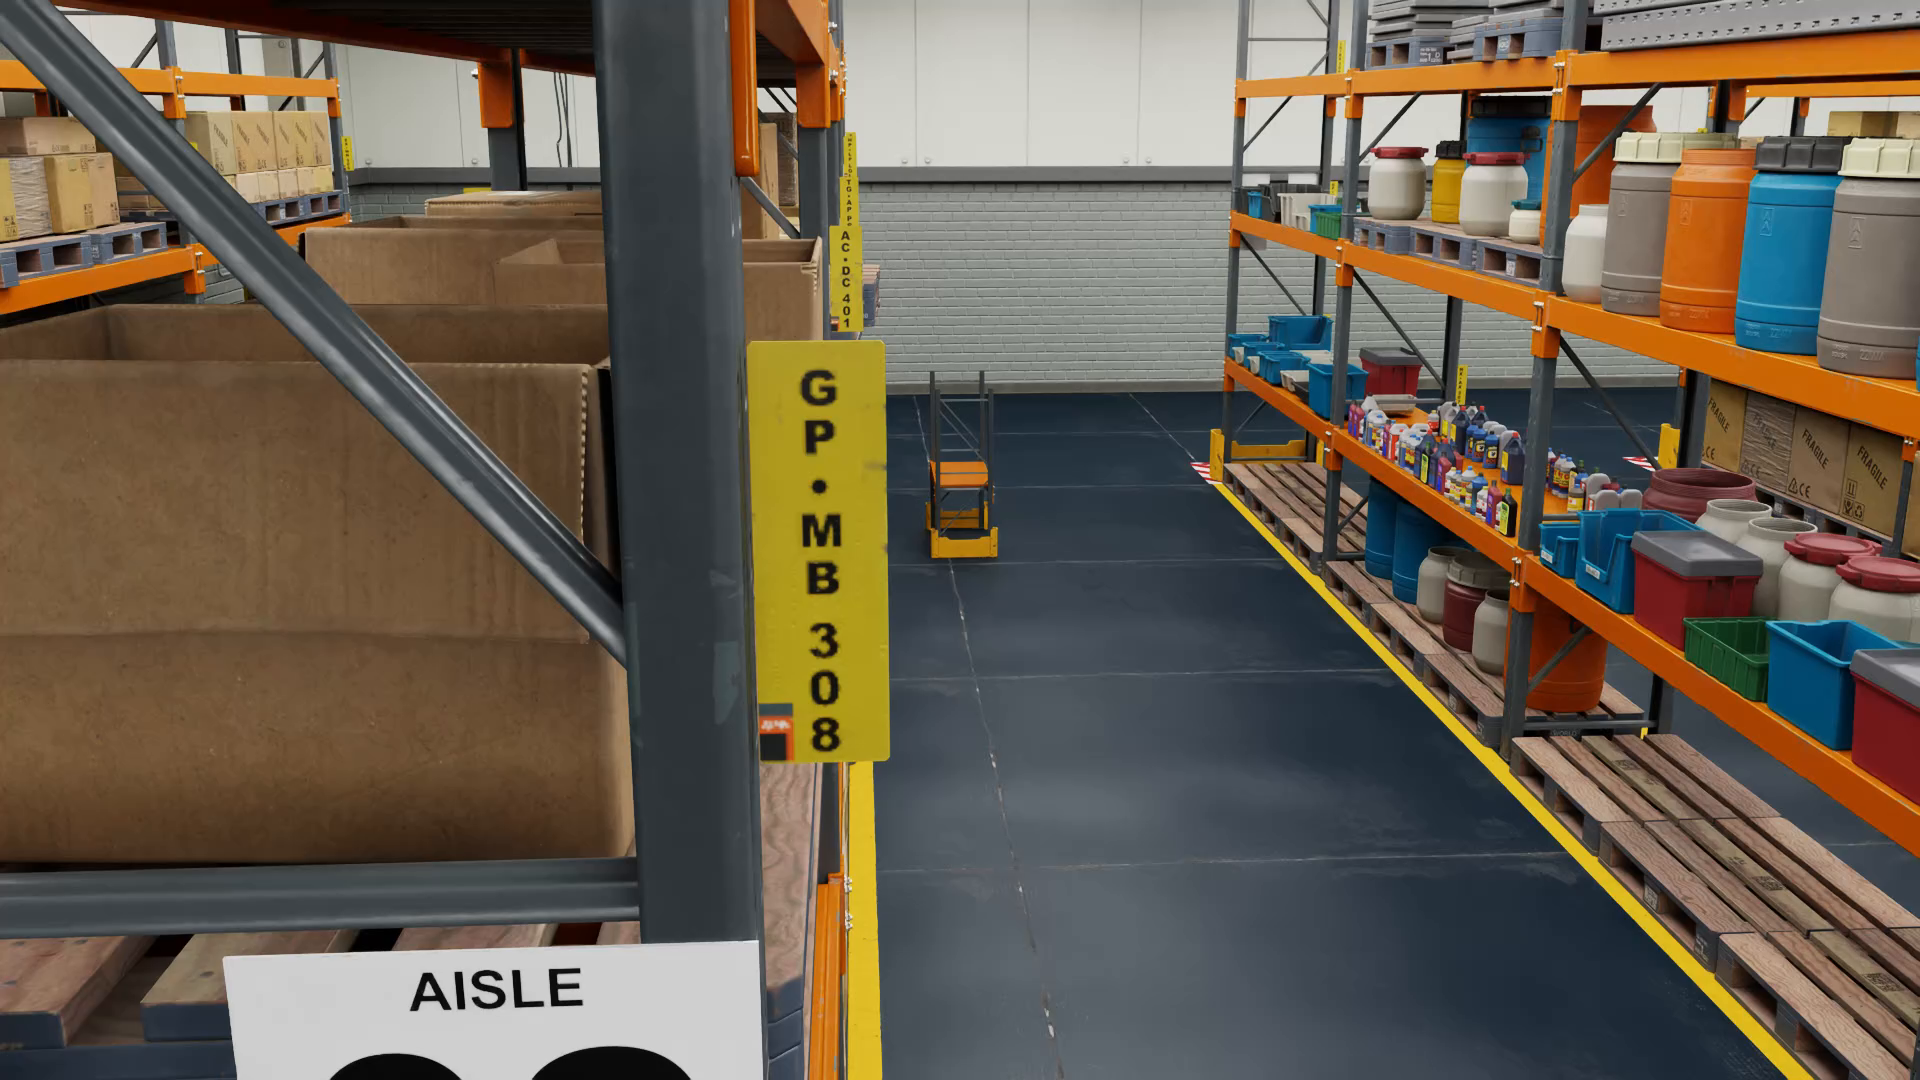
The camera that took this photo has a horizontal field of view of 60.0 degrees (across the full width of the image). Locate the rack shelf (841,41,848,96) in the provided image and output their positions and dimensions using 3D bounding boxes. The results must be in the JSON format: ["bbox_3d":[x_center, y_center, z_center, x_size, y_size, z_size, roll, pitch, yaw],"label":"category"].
[{"bbox_3d":[-1.526,-4.102,14.585,1.077,0.370,4.000,-1,14,-3],"label":"rack shelf"}]

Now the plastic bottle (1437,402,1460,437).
[{"bbox_3d":[3.889,-0.972,13.257,0.152,0.276,0.135,-1,14,-3],"label":"plastic bottle"}]

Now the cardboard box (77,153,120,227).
[{"bbox_3d":[-6.401,-2.466,11.710,0.700,0.500,0.500,-2,15,-6],"label":"cardboard box"}]

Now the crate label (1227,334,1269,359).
[{"bbox_3d":[2.981,-2.001,17.224,0.416,0.233,0.303,-1,14,-3],"label":"crate label"}]

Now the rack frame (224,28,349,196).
[{"bbox_3d":[-6.594,-4.872,16.127,1.000,3.000,0.127,-1,14,-3],"label":"rack frame"}]

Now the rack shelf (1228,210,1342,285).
[{"bbox_3d":[3.418,-2.727,15.252,1.077,0.370,4.000,-1,14,-3],"label":"rack shelf"}]

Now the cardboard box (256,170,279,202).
[{"bbox_3d":[-6.182,-3.034,14.261,0.500,0.250,0.500,-1,14,-5],"label":"cardboard box"}]

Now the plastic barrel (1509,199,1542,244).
[{"bbox_3d":[3.577,-1.984,10.355,0.301,0.262,0.301,0,14,0],"label":"plastic barrel"}]

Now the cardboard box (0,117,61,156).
[{"bbox_3d":[-6.373,-2.692,11.083,0.500,0.250,0.500,-1,14,-5],"label":"cardboard box"}]

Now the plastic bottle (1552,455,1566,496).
[{"bbox_3d":[4.049,-0.440,11.197,0.097,0.271,0.097,0,14,0],"label":"plastic bottle"}]

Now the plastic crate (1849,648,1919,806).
[{"bbox_3d":[3.702,0.718,6.312,0.402,0.464,0.583,-1,14,-3],"label":"plastic crate"}]

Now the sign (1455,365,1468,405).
[{"bbox_3d":[4.091,-1.267,13.600,0.100,0.325,0.005,-1,14,-3],"label":"sign"}]

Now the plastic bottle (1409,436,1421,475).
[{"bbox_3d":[3.248,-0.600,11.822,0.097,0.271,0.097,0,14,0],"label":"plastic bottle"}]

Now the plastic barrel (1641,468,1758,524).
[{"bbox_3d":[4.121,-0.085,9.289,0.600,0.536,0.708,-1,14,-3],"label":"plastic barrel"}]

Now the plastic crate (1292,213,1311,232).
[{"bbox_3d":[3.083,-2.760,14.468,0.293,0.136,0.466,-1,14,-3],"label":"plastic crate"}]

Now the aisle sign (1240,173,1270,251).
[{"bbox_3d":[2.993,-3.392,17.197,0.394,0.787,0.004,-1,14,-3],"label":"aisle sign"}]

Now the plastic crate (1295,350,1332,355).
[{"bbox_3d":[3.526,-1.821,16.717,0.396,0.136,0.243,-1,14,-3],"label":"plastic crate"}]

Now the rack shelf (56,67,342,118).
[{"bbox_3d":[-6.470,-3.833,14.334,1.077,0.370,4.000,-1,14,-3],"label":"rack shelf"}]

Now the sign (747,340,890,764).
[{"bbox_3d":[-0.104,0.013,1.245,0.100,0.325,0.005,-1,14,-3],"label":"sign"}]

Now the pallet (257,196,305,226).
[{"bbox_3d":[-6.459,-2.888,14.614,1.003,0.211,1.213,-1,14,-3],"label":"pallet"}]

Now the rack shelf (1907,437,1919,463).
[{"bbox_3d":[8.609,-0.356,12.056,1.077,0.370,4.000,-1,14,-3],"label":"rack shelf"}]

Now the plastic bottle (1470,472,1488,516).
[{"bbox_3d":[3.324,-0.297,10.642,0.097,0.271,0.097,0,14,0],"label":"plastic bottle"}]

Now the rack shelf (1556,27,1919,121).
[{"bbox_3d":[3.914,-1.996,7.195,1.077,0.370,4.000,-1,14,-3],"label":"rack shelf"}]

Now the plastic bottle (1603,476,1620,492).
[{"bbox_3d":[4.111,-0.269,10.509,0.061,0.283,0.133,-1,14,-3],"label":"plastic bottle"}]

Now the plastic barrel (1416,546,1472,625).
[{"bbox_3d":[3.548,0.330,12.098,0.421,0.512,0.421,0,14,0],"label":"plastic barrel"}]

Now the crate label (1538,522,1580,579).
[{"bbox_3d":[3.442,0.061,9.328,0.303,0.233,0.416,-1,14,-3],"label":"crate label"}]

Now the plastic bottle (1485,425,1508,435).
[{"bbox_3d":[3.951,-0.722,12.286,0.152,0.276,0.135,-1,14,-3],"label":"plastic bottle"}]

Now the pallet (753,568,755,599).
[{"bbox_3d":[-0.755,0.045,3.214,1.003,0.211,1.213,-1,14,-3],"label":"pallet"}]

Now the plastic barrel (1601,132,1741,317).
[{"bbox_3d":[3.624,-1.618,8.493,0.600,0.901,0.600,0,14,0],"label":"plastic barrel"}]

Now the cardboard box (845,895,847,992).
[{"bbox_3d":[-0.709,1.566,6.695,0.500,0.311,0.500,-1,14,-4],"label":"cardboard box"}]

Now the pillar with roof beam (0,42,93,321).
[{"bbox_3d":[-2.956,-4.105,13.144,9.100,9.000,0.400,-1,14,-3],"label":"pillar with roof beam"}]

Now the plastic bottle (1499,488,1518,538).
[{"bbox_3d":[3.339,-0.168,10.116,0.061,0.283,0.133,-1,14,-3],"label":"plastic bottle"}]

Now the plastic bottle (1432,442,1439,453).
[{"bbox_3d":[3.309,-0.532,11.532,0.061,0.283,0.133,-1,14,-3],"label":"plastic bottle"}]

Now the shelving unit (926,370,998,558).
[{"bbox_3d":[0.005,-0.707,14.989,0.587,1.500,1.083,-1,14,-3],"label":"shelving unit"}]

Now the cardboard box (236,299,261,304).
[{"bbox_3d":[-6.552,-1.985,16.345,0.980,0.700,0.700,0,14,-1],"label":"cardboard box"}]

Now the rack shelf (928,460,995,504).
[{"bbox_3d":[0.005,-0.531,15.025,0.538,0.185,1.000,-1,14,-3],"label":"rack shelf"}]

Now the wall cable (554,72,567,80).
[{"bbox_3d":[-3.887,-7.268,21.536,3.097,2.526,0.112,-1,14,-3],"label":"wall cable"}]

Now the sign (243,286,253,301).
[{"bbox_3d":[-7.148,-2.417,16.730,0.100,0.325,0.005,-1,14,-3],"label":"sign"}]

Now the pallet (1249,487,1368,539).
[{"bbox_3d":[3.379,-0.261,15.841,1.003,0.211,1.213,-1,14,-3],"label":"pallet"}]

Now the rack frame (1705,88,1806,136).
[{"bbox_3d":[8.238,-5.102,17.019,1.000,3.000,0.127,-1,14,-3],"label":"rack frame"}]

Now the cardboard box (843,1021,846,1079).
[{"bbox_3d":[-0.684,1.964,6.271,0.500,0.250,0.500,-1,14,-5],"label":"cardboard box"}]

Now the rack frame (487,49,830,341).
[{"bbox_3d":[-0.906,-1.965,4.829,1.000,3.000,0.127,-1,14,-3],"label":"rack frame"}]

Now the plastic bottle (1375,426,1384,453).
[{"bbox_3d":[3.199,-0.763,12.596,0.097,0.201,0.097,0,14,0],"label":"plastic bottle"}]

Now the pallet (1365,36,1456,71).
[{"bbox_3d":[3.624,-3.540,12.131,1.003,0.211,1.213,-1,14,-3],"label":"pallet"}]

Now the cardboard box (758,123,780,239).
[{"bbox_3d":[-0.964,-1.302,6.223,0.500,0.500,0.500,1,14,2],"label":"cardboard box"}]

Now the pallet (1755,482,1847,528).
[{"bbox_3d":[8.438,-0.345,16.169,1.003,0.211,1.213,-1,14,-3],"label":"pallet"}]

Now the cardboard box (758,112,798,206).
[{"bbox_3d":[-1.175,-2.149,9.354,0.500,0.500,0.500,-1,14,-3],"label":"cardboard box"}]

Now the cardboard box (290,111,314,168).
[{"bbox_3d":[-6.256,-3.659,15.186,0.500,0.500,0.500,0,14,-2],"label":"cardboard box"}]

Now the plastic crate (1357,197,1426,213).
[{"bbox_3d":[3.739,-2.828,14.462,0.497,0.269,0.590,-1,14,-3],"label":"plastic crate"}]

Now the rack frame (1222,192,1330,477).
[{"bbox_3d":[3.294,-2.120,17.469,1.000,3.000,0.127,-1,14,-3],"label":"rack frame"}]

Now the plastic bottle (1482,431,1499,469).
[{"bbox_3d":[3.842,-0.656,12.037,0.097,0.271,0.097,0,14,0],"label":"plastic bottle"}]

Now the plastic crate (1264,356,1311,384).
[{"bbox_3d":[3.081,-1.599,15.661,0.416,0.233,0.300,-1,14,-3],"label":"plastic crate"}]

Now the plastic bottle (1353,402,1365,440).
[{"bbox_3d":[3.147,-0.938,13.108,0.061,0.283,0.133,-1,14,-3],"label":"plastic bottle"}]

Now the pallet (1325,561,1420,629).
[{"bbox_3d":[3.548,0.418,13.202,1.003,0.211,1.213,-1,14,-3],"label":"pallet"}]

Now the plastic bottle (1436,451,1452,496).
[{"bbox_3d":[3.268,-0.452,11.221,0.061,0.283,0.133,-1,14,-3],"label":"plastic bottle"}]

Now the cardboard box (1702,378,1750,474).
[{"bbox_3d":[8.357,-1.213,17.365,0.875,0.875,0.875,-1,14,-3],"label":"cardboard box"}]

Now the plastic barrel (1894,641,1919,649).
[{"bbox_3d":[4.109,0.600,7.176,0.301,0.262,0.301,0,14,0],"label":"plastic barrel"}]
